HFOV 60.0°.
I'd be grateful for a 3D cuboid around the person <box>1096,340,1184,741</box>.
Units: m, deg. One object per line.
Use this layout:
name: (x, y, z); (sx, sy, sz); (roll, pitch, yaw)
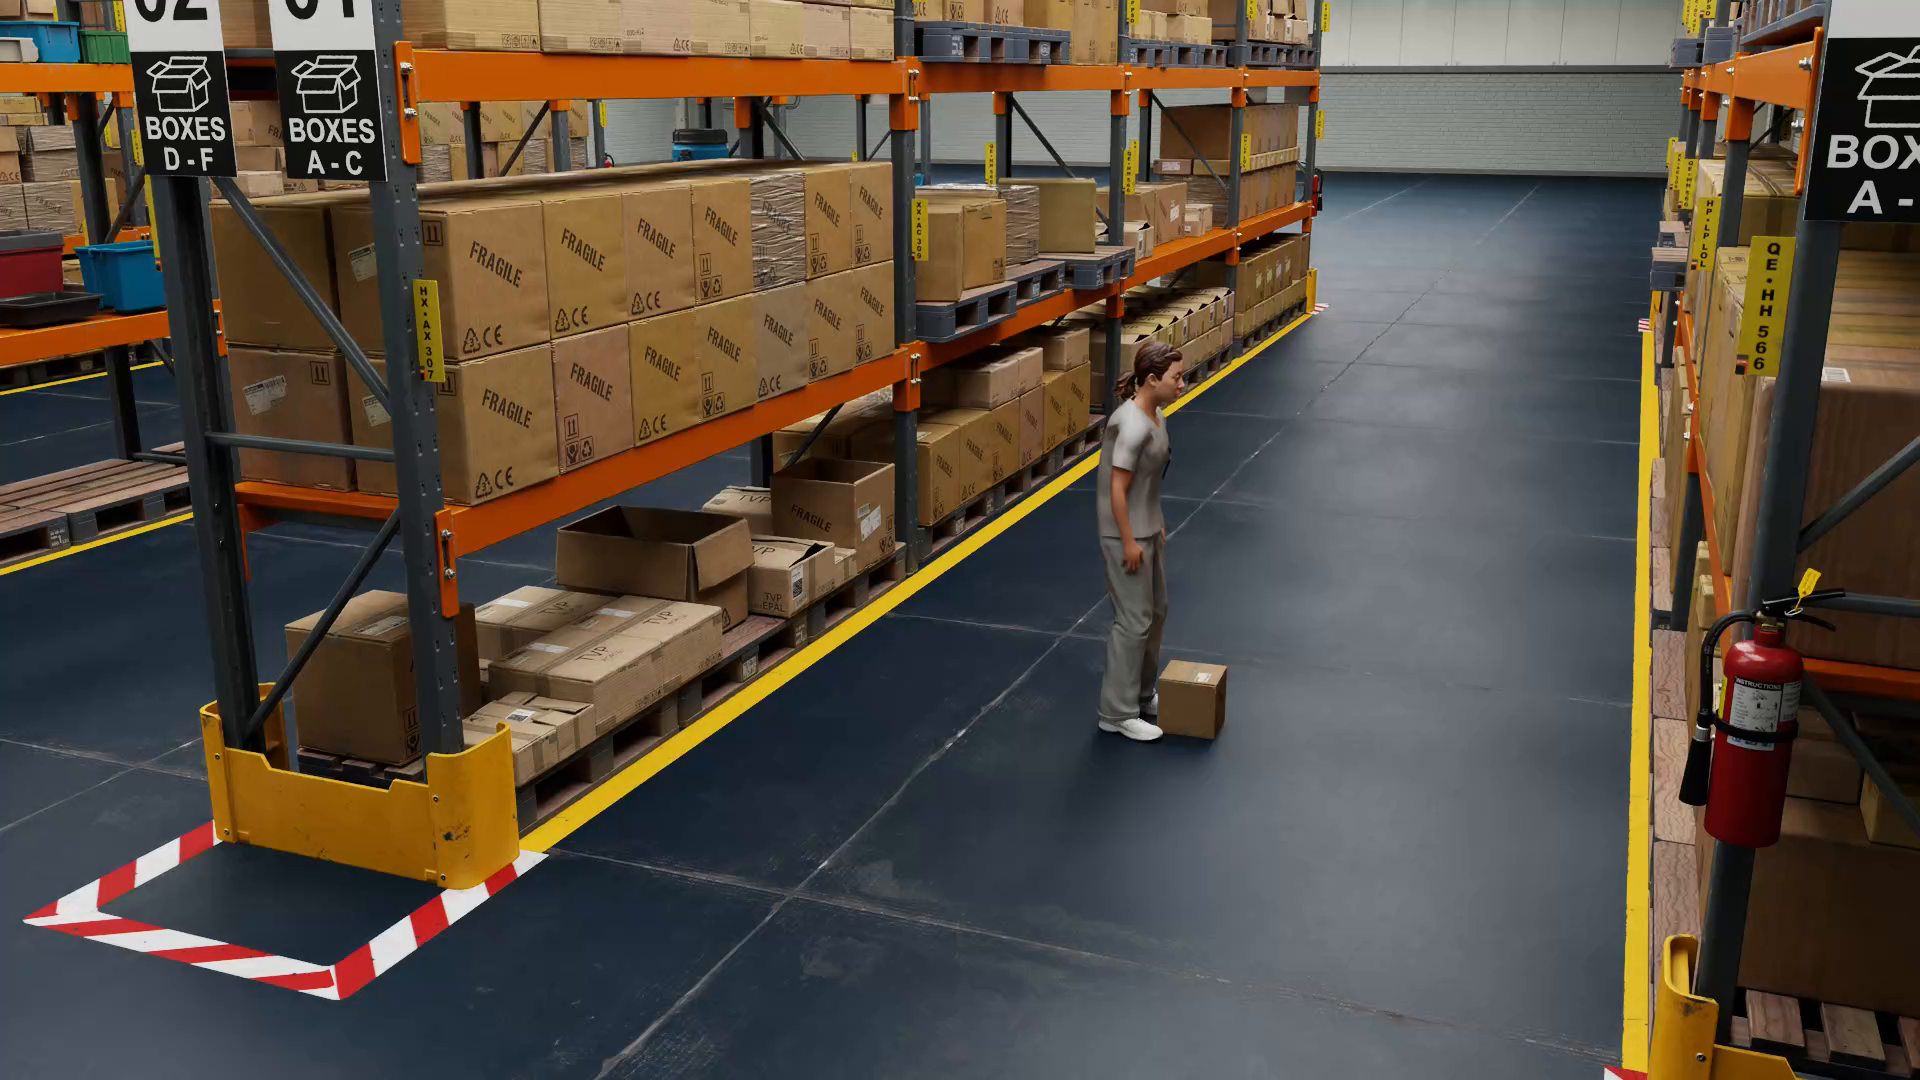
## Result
person: (0.766, -0.016, 7.085); (0.359, 1.672, 0.485); (6, 17, 20)
